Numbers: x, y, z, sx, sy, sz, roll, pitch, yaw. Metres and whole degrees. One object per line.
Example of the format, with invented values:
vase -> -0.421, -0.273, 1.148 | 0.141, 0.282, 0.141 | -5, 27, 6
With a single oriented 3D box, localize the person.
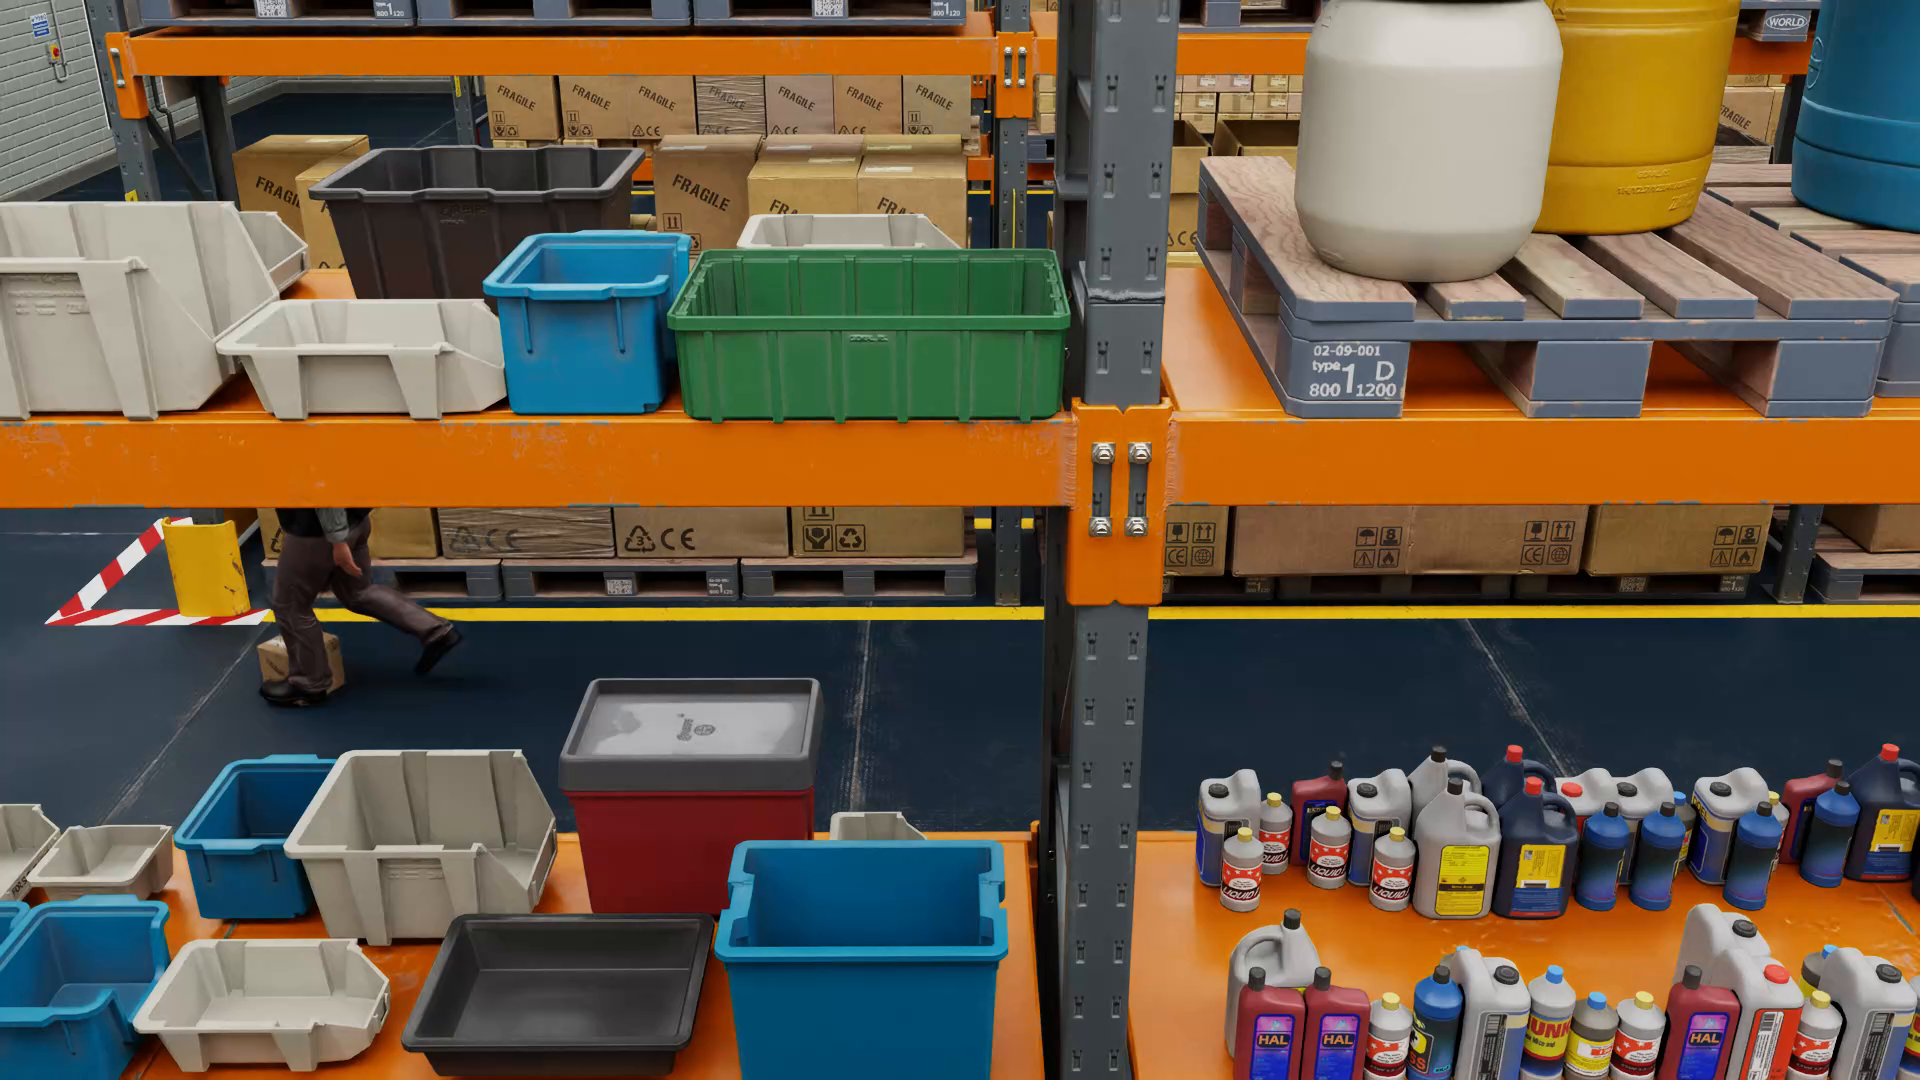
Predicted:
person -> -2.729, -0.071, 7.283 | 0.905, 1.689, 0.553 | 0, 24, 0
